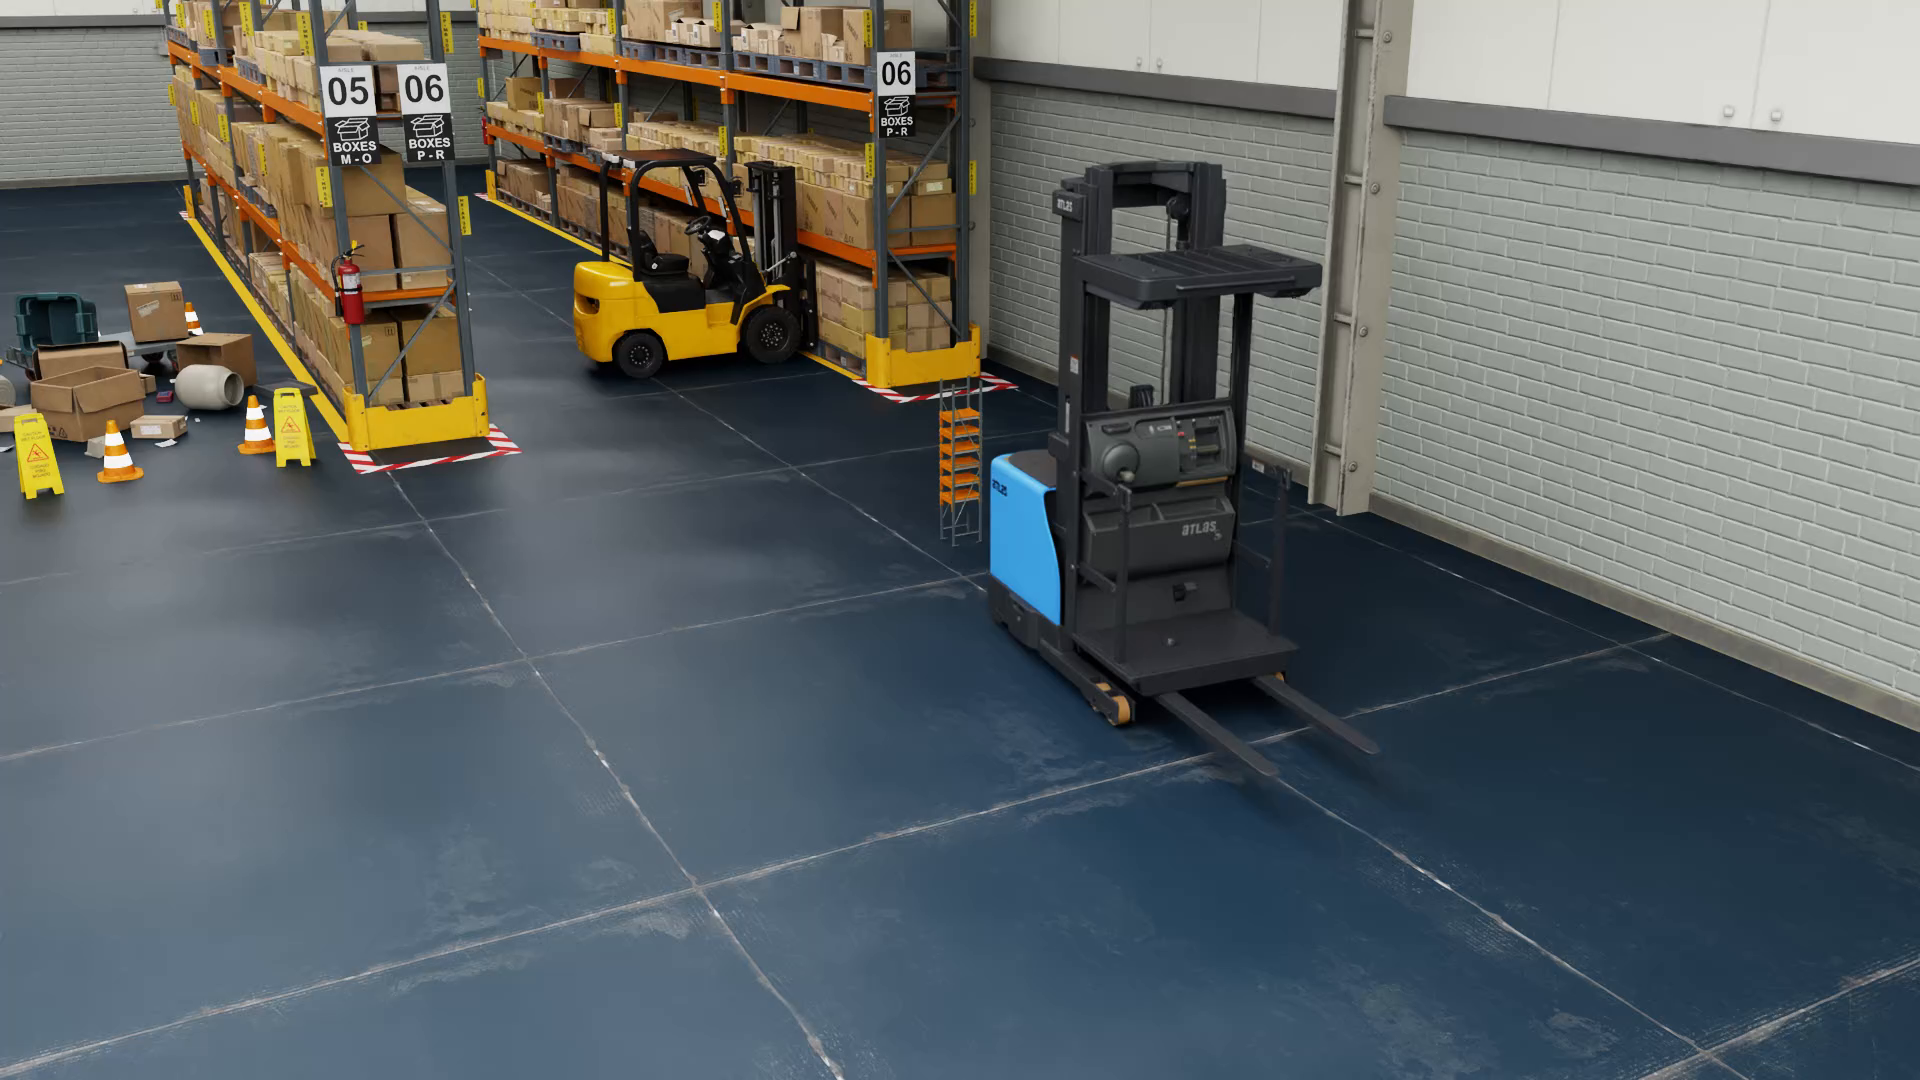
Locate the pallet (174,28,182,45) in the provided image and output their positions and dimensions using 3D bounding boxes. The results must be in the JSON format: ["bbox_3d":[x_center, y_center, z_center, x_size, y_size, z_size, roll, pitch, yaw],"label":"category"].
[{"bbox_3d":[-11.394,-7.699,25.381,1.003,0.211,1.213,-10,21,-27],"label":"pallet"}]

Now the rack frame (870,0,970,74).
[{"bbox_3d":[-0.375,-5.897,15.427,1.000,3.000,0.127,-10,21,-27],"label":"rack frame"}]

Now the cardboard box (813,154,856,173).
[{"bbox_3d":[-1.297,-3.904,17.242,0.380,0.149,0.250,-9,21,-25],"label":"cardboard box"}]

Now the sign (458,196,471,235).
[{"bbox_3d":[-4.264,-2.785,14.276,0.100,0.325,0.005,-10,21,-27],"label":"sign"}]

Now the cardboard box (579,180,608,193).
[{"bbox_3d":[-5.577,-5.392,25.353,0.380,0.149,0.250,-10,21,-27],"label":"cardboard box"}]

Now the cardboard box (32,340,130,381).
[{"bbox_3d":[-8.255,-1.555,15.658,0.797,0.637,0.503,-10,21,-27],"label":"cardboard box"}]

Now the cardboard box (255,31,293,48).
[{"bbox_3d":[-6.778,-4.975,16.515,0.380,0.149,0.250,-10,22,-28],"label":"cardboard box"}]

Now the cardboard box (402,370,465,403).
[{"bbox_3d":[-4.881,-1.465,15.349,0.500,0.250,0.500,-10,21,-27],"label":"cardboard box"}]

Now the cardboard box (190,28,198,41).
[{"bbox_3d":[-10.147,-6.825,22.428,0.380,0.166,0.250,-12,22,-30],"label":"cardboard box"}]

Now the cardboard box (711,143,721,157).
[{"bbox_3d":[-2.770,-4.699,20.002,0.380,0.149,0.250,-10,22,-27],"label":"cardboard box"}]

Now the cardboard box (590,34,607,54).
[{"bbox_3d":[-4.870,-6.959,23.332,0.500,0.250,0.500,-10,21,-26],"label":"cardboard box"}]

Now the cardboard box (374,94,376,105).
[{"bbox_3d":[-4.912,-3.879,14.561,0.380,0.149,0.250,-9,21,-25],"label":"cardboard box"}]

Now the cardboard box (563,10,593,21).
[{"bbox_3d":[-5.534,-7.605,24.106,0.380,0.149,0.250,-10,21,-26],"label":"cardboard box"}]

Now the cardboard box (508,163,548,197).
[{"bbox_3d":[-7.394,-6.230,28.775,0.700,0.500,0.500,-9,21,-24],"label":"cardboard box"}]

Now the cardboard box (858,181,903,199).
[{"bbox_3d":[-0.786,-3.472,16.446,0.380,0.149,0.250,-10,21,-26],"label":"cardboard box"}]

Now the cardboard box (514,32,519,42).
[{"bbox_3d":[-7.076,-8.236,27.188,0.380,0.149,0.250,-10,21,-26],"label":"cardboard box"}]

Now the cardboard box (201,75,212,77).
[{"bbox_3d":[-10.896,-6.695,24.253,0.380,0.149,0.250,-9,21,-25],"label":"cardboard box"}]

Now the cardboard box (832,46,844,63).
[{"bbox_3d":[-1.036,-4.797,16.425,0.380,0.149,0.250,-11,22,-28],"label":"cardboard box"}]

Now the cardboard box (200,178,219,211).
[{"bbox_3d":[-11.938,-5.698,27.330,0.875,0.438,0.875,-11,22,-28],"label":"cardboard box"}]

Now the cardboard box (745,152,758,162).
[{"bbox_3d":[-2.230,-4.357,19.013,0.380,0.149,0.250,-9,21,-25],"label":"cardboard box"}]

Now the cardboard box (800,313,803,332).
[{"bbox_3d":[-1.600,-2.481,18.294,0.500,0.250,0.500,-9,21,-25],"label":"cardboard box"}]

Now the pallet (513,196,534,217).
[{"bbox_3d":[-6.982,-5.736,28.431,1.003,0.211,1.213,-10,21,-27],"label":"pallet"}]

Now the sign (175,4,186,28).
[{"bbox_3d":[-10.927,-7.350,23.320,0.100,0.325,0.005,-10,21,-27],"label":"sign"}]

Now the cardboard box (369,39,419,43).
[{"bbox_3d":[-4.982,-4.336,14.663,0.380,0.149,0.250,-10,21,-27],"label":"cardboard box"}]

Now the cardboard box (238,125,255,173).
[{"bbox_3d":[-8.277,-4.661,19.787,0.500,0.500,0.500,-9,21,-24],"label":"cardboard box"}]

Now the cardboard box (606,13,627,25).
[{"bbox_3d":[-4.597,-7.087,22.635,0.380,0.149,0.250,-9,21,-25],"label":"cardboard box"}]

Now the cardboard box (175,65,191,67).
[{"bbox_3d":[-12.414,-7.566,26.780,0.380,0.149,0.250,-9,21,-26],"label":"cardboard box"}]

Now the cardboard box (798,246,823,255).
[{"bbox_3d":[-1.840,-3.104,18.568,0.500,0.250,0.500,-9,21,-25],"label":"cardboard box"}]

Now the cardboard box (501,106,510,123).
[{"bbox_3d":[-7.511,-7.263,28.354,0.500,0.250,0.500,-10,22,-28],"label":"cardboard box"}]

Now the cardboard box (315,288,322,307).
[{"bbox_3d":[-5.825,-2.285,15.581,0.380,0.149,0.250,-9,21,-24],"label":"cardboard box"}]

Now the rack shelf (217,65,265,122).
[{"bbox_3d":[-7.591,-5.092,18.793,1.077,0.370,4.000,-10,21,-27],"label":"rack shelf"}]

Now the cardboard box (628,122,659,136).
[{"bbox_3d":[-4.281,-5.575,22.541,0.380,0.149,0.250,-9,21,-25],"label":"cardboard box"}]

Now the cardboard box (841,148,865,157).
[{"bbox_3d":[-1.056,-4.134,17.909,0.380,0.149,0.250,-10,21,-26],"label":"cardboard box"}]

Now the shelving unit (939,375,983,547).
[{"bbox_3d":[0.007,-0.563,11.924,0.258,1.200,0.189,-10,21,-27],"label":"shelving unit"}]

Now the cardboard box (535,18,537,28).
[{"bbox_3d":[-6.281,-7.904,25.428,0.380,0.149,0.250,-10,21,-26],"label":"cardboard box"}]

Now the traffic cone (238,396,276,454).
[{"bbox_3d":[-6.081,-1.016,14.366,0.336,0.463,0.334,-10,21,-27],"label":"traffic cone"}]

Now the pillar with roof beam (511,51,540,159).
[{"bbox_3d":[-12.248,-10.737,29.453,9.100,9.000,0.400,-10,21,-27],"label":"pillar with roof beam"}]

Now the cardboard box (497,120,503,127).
[{"bbox_3d":[-7.896,-7.333,29.169,0.380,0.149,0.250,-9,21,-25],"label":"cardboard box"}]

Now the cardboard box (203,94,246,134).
[{"bbox_3d":[-9.982,-5.799,22.653,0.500,0.500,0.500,-11,22,-28],"label":"cardboard box"}]

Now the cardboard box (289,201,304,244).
[{"bbox_3d":[-6.191,-3.172,16.115,0.500,0.500,0.500,-10,21,-27],"label":"cardboard box"}]

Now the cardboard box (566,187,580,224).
[{"bbox_3d":[-5.780,-5.198,25.785,0.500,0.500,0.500,-10,22,-27],"label":"cardboard box"}]

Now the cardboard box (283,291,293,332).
[{"bbox_3d":[-6.892,-2.546,18.297,0.950,0.372,0.625,-10,21,-26],"label":"cardboard box"}]

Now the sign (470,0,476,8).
[{"bbox_3d":[-8.450,-9.402,28.840,0.100,0.325,0.005,-10,21,-27],"label":"sign"}]

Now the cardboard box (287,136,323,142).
[{"bbox_3d":[-5.857,-3.507,15.553,0.700,0.500,0.500,-10,21,-27],"label":"cardboard box"}]

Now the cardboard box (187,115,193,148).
[{"bbox_3d":[-11.621,-6.319,25.691,0.500,0.500,0.500,-9,21,-25],"label":"cardboard box"}]

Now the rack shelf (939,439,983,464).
[{"bbox_3d":[0.007,-0.634,11.899,0.258,0.103,0.180,-10,21,-27],"label":"rack shelf"}]

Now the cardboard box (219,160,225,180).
[{"bbox_3d":[-9.490,-4.913,22.002,0.500,0.250,0.500,-10,22,-27],"label":"cardboard box"}]

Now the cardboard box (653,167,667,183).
[{"bbox_3d":[-3.693,-4.830,21.760,0.500,0.250,0.500,-11,22,-28],"label":"cardboard box"}]

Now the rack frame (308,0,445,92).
[{"bbox_3d":[-4.741,-5.127,13.195,1.000,3.000,0.127,-10,21,-27],"label":"rack frame"}]

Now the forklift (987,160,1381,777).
[{"bbox_3d":[1.220,-0.519,9.143,1.130,2.935,3.031,-8,21,-22],"label":"forklift"}]

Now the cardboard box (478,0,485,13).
[{"bbox_3d":[-7.983,-9.212,28.639,0.500,0.250,0.500,-10,22,-27],"label":"cardboard box"}]

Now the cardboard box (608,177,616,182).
[{"bbox_3d":[-5.247,-5.556,25.829,0.380,0.149,0.250,-11,22,-29],"label":"cardboard box"}]

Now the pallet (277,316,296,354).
[{"bbox_3d":[-7.012,-2.345,18.603,1.003,0.211,1.213,-10,21,-27],"label":"pallet"}]

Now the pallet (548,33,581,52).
[{"bbox_3d":[-5.330,-7.340,24.494,1.213,0.211,1.003,-10,21,-27],"label":"pallet"}]

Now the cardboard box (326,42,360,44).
[{"bbox_3d":[-5.250,-4.099,13.976,0.380,0.149,0.250,-10,21,-26],"label":"cardboard box"}]
